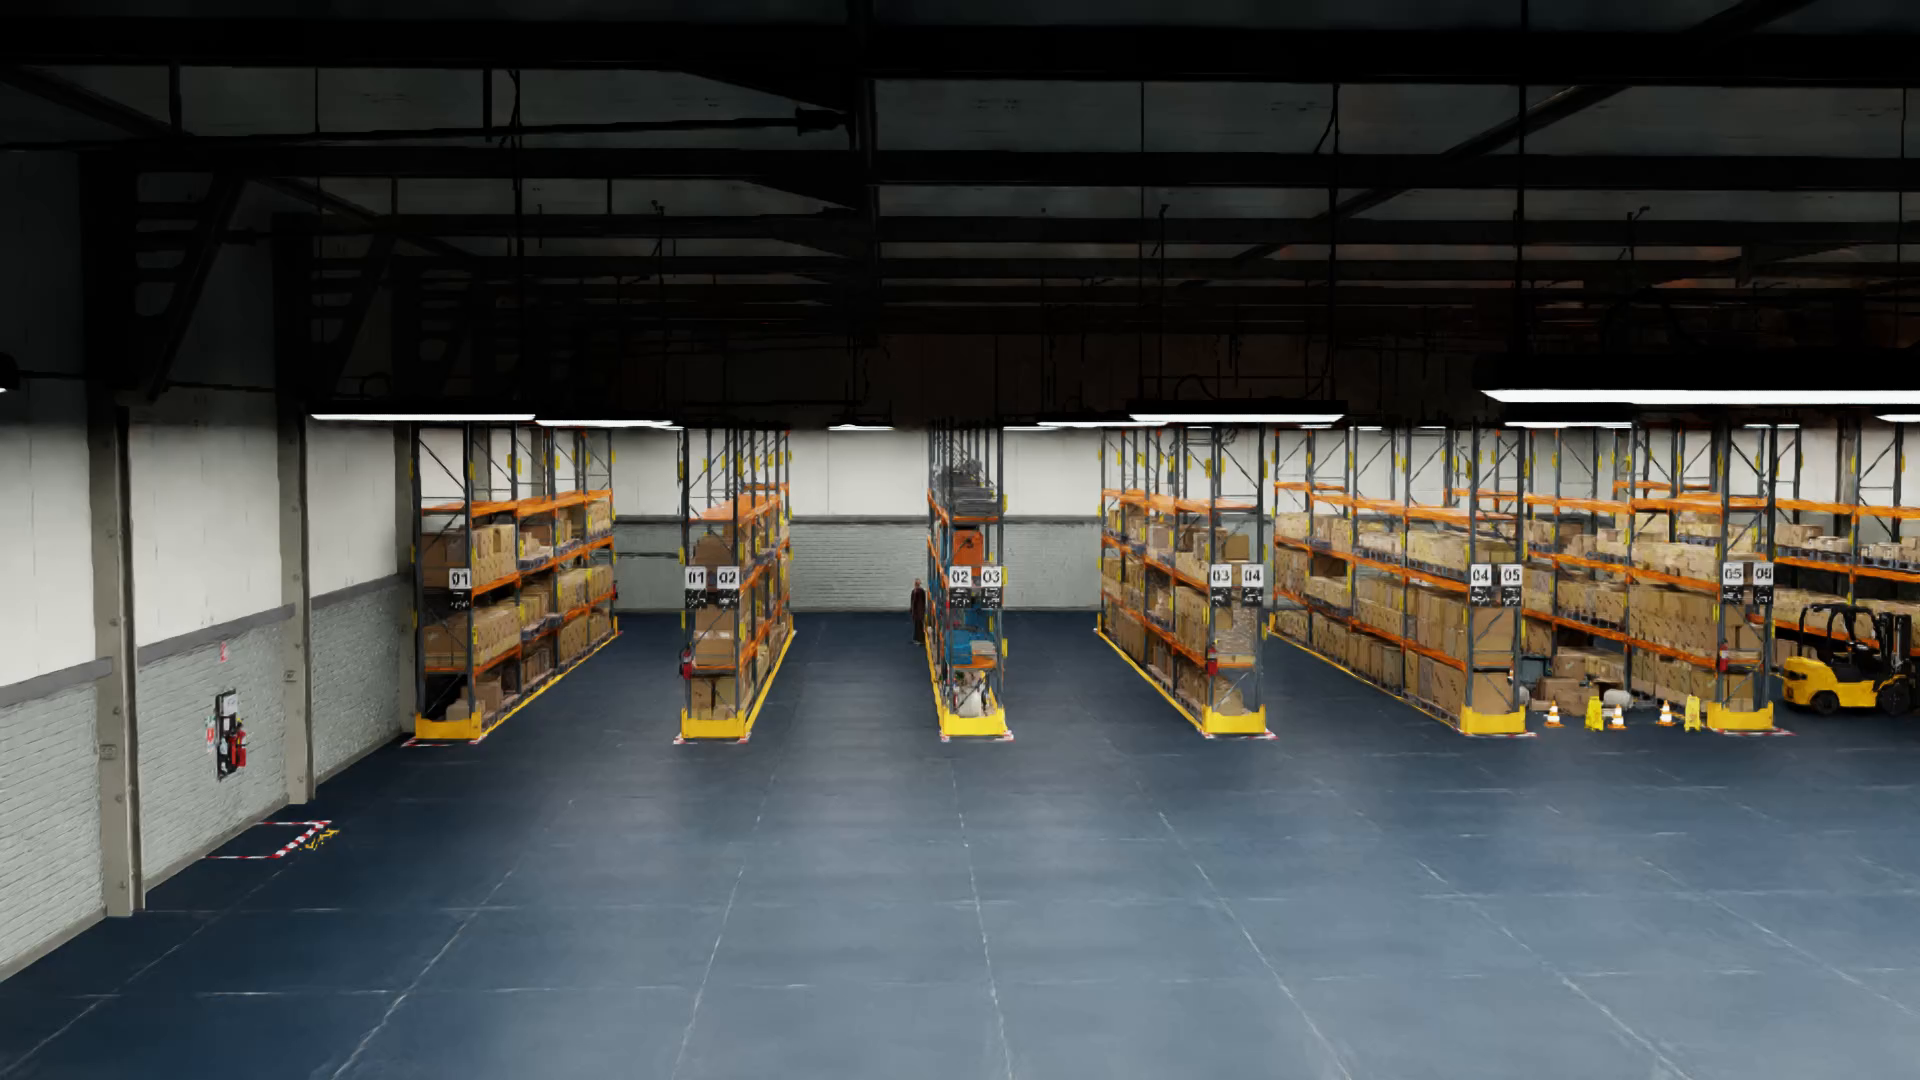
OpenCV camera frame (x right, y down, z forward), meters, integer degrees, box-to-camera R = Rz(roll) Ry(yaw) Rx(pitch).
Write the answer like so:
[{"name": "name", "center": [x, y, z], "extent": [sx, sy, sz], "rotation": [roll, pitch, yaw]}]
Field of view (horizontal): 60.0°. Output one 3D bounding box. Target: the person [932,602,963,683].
[{"name": "person", "center": [-0.268, 2.240, 36.359], "extent": [0.618, 1.790, 0.707], "rotation": [-1, 4, -15]}]

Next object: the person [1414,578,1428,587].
[{"name": "person", "center": [14.134, 1.568, 50.856], "extent": [0.437, 1.659, 0.621], "rotation": [-3, 5, -38]}]

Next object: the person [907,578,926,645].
[{"name": "person", "center": [-1.163, 1.909, 44.596], "extent": [0.634, 1.771, 0.692], "rotation": [1, 4, 19]}]
